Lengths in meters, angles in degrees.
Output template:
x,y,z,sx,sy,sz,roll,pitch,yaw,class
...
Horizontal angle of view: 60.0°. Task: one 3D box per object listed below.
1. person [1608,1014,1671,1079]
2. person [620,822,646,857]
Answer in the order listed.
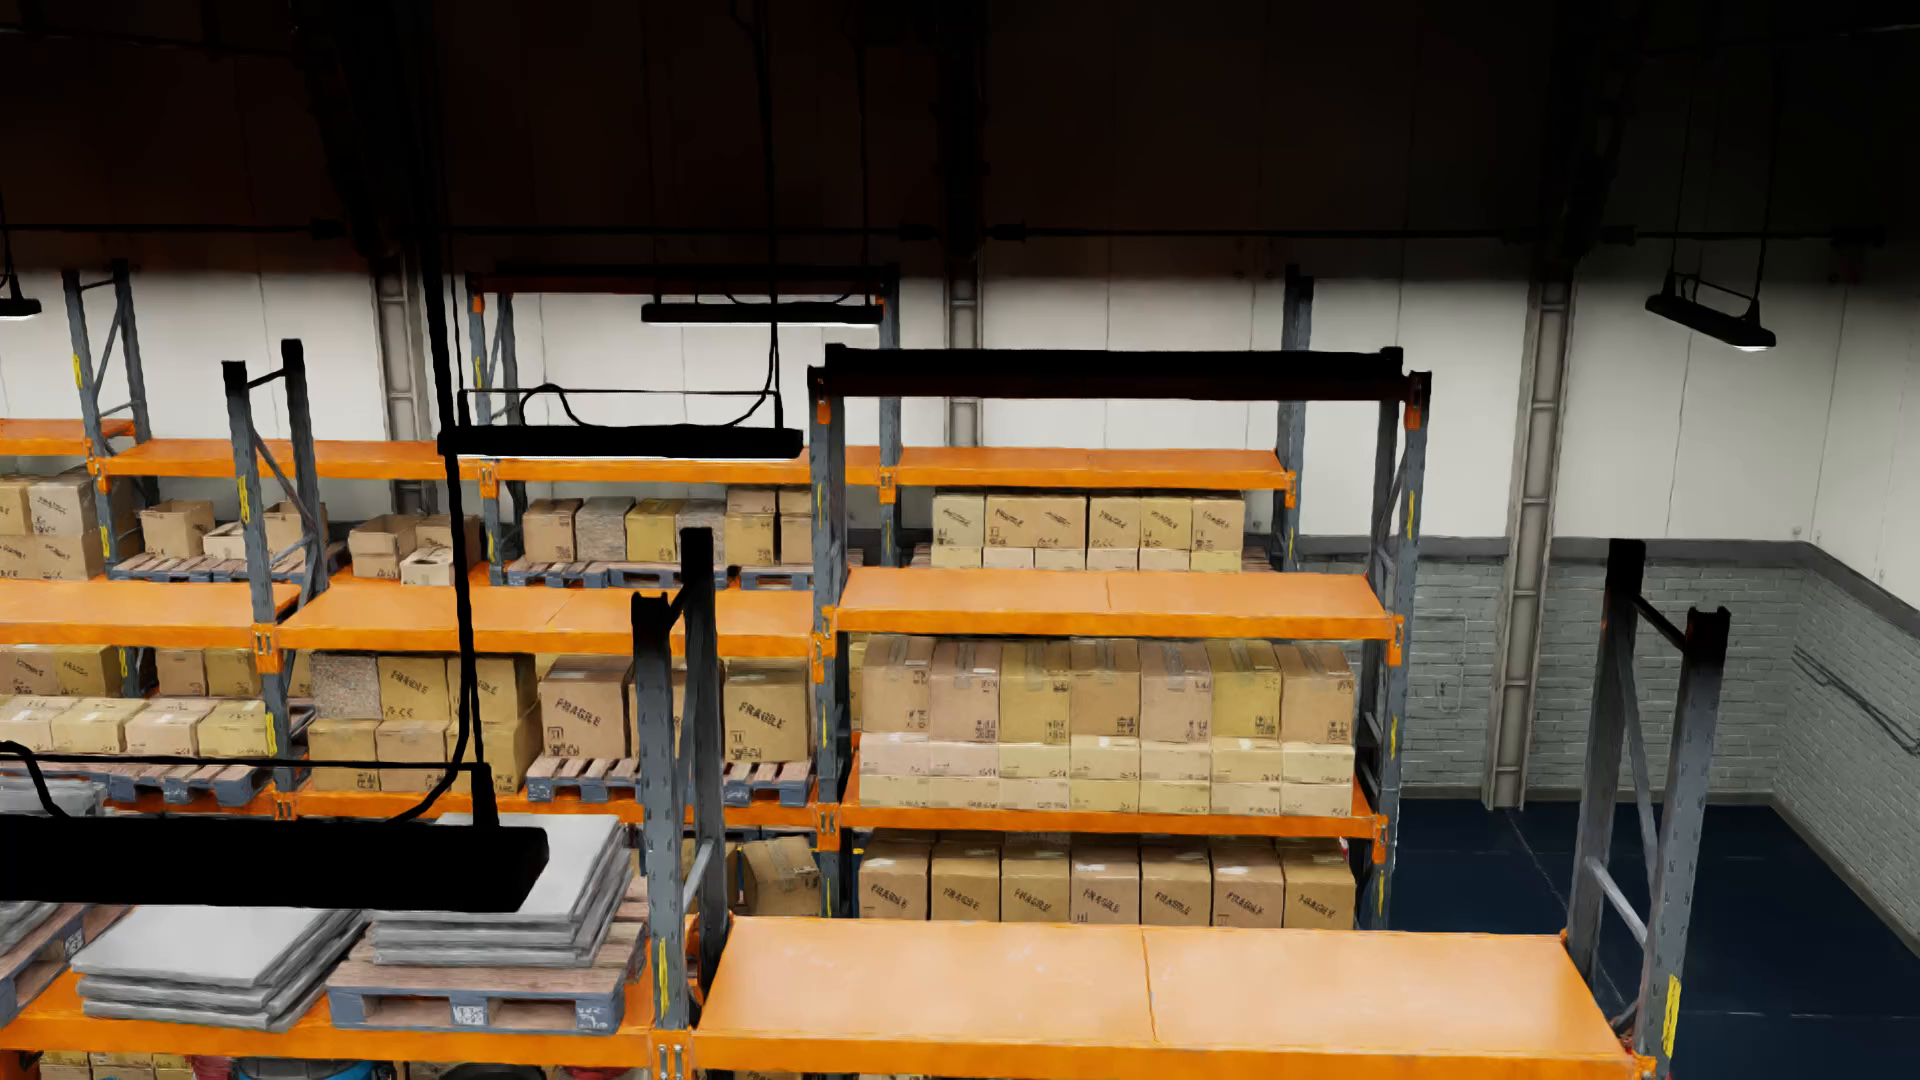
x,y,z,sx,sy,sz,roll,pitch,yaw,class
4.685,4.054,11.636,0.857,1.660,0.701,-4,17,-13,person
-3.138,2.775,16.141,1.090,1.590,0.445,0,16,1,person
